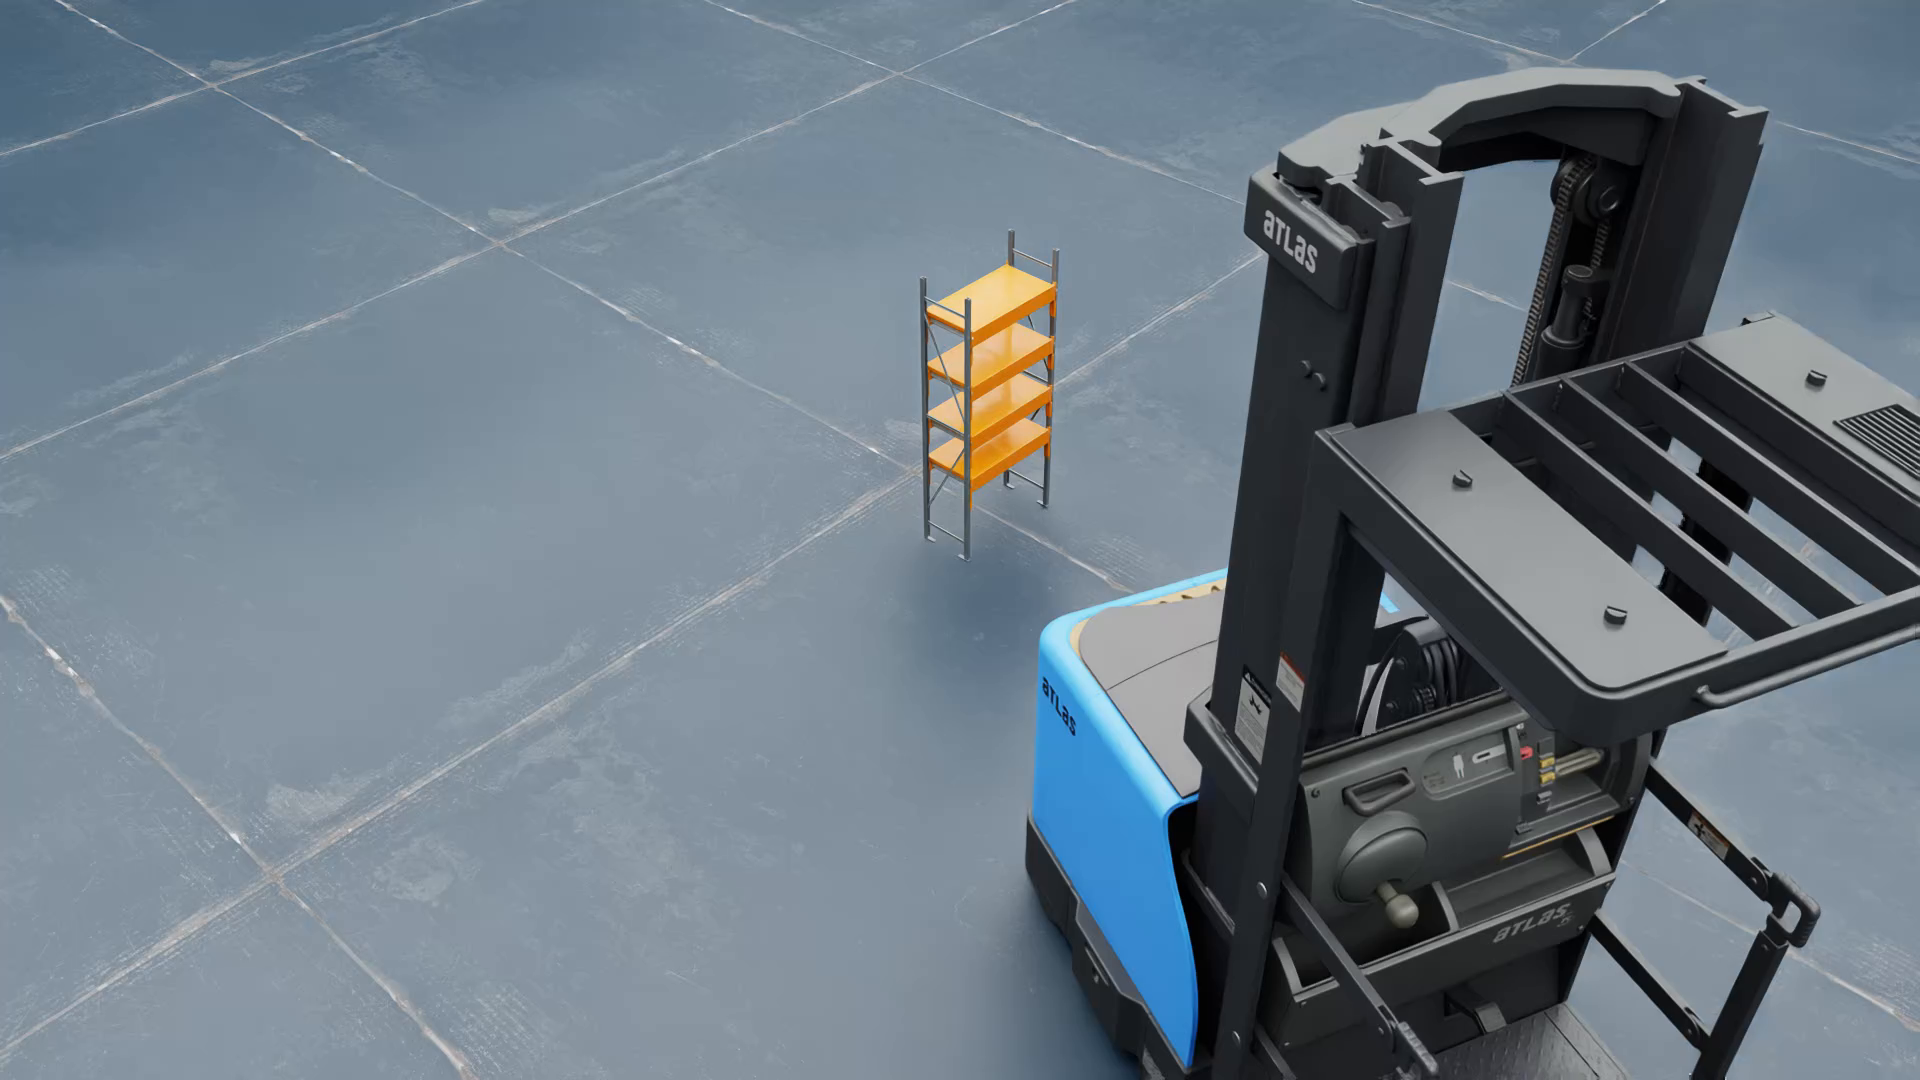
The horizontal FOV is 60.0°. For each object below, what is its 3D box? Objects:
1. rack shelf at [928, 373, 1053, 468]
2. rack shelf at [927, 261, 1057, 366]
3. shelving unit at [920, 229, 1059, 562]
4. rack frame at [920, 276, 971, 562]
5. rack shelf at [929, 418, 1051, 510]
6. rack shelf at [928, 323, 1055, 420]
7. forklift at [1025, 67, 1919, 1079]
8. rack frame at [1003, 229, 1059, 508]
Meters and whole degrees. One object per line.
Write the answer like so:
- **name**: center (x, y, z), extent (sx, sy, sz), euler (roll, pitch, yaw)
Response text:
- **rack shelf**: center (0.112, -0.493, 6.514), extent (0.258, 0.148, 0.480), euler (30, 47, 32)
- **rack shelf**: center (0.112, -0.853, 6.228), extent (0.258, 0.148, 0.480), euler (30, 47, 32)
- **shelving unit**: center (0.112, -0.546, 6.472), extent (0.258, 1.200, 0.503), euler (30, 47, 32)
- **rack frame**: center (-0.053, -0.434, 6.331), extent (0.240, 1.200, 0.015), euler (30, 47, 32)
- **rack shelf**: center (0.112, -0.338, 6.638), extent (0.258, 0.148, 0.480), euler (30, 47, 32)
- **rack shelf**: center (0.112, -0.668, 6.375), extent (0.258, 0.148, 0.480), euler (30, 47, 32)
- **forklift**: center (1.258, 0.648, 3.580), extent (1.130, 2.935, 3.031), euler (-15, 41, -18)
- **rack frame**: center (0.276, -0.658, 6.613), extent (0.240, 1.200, 0.015), euler (30, 47, 32)
